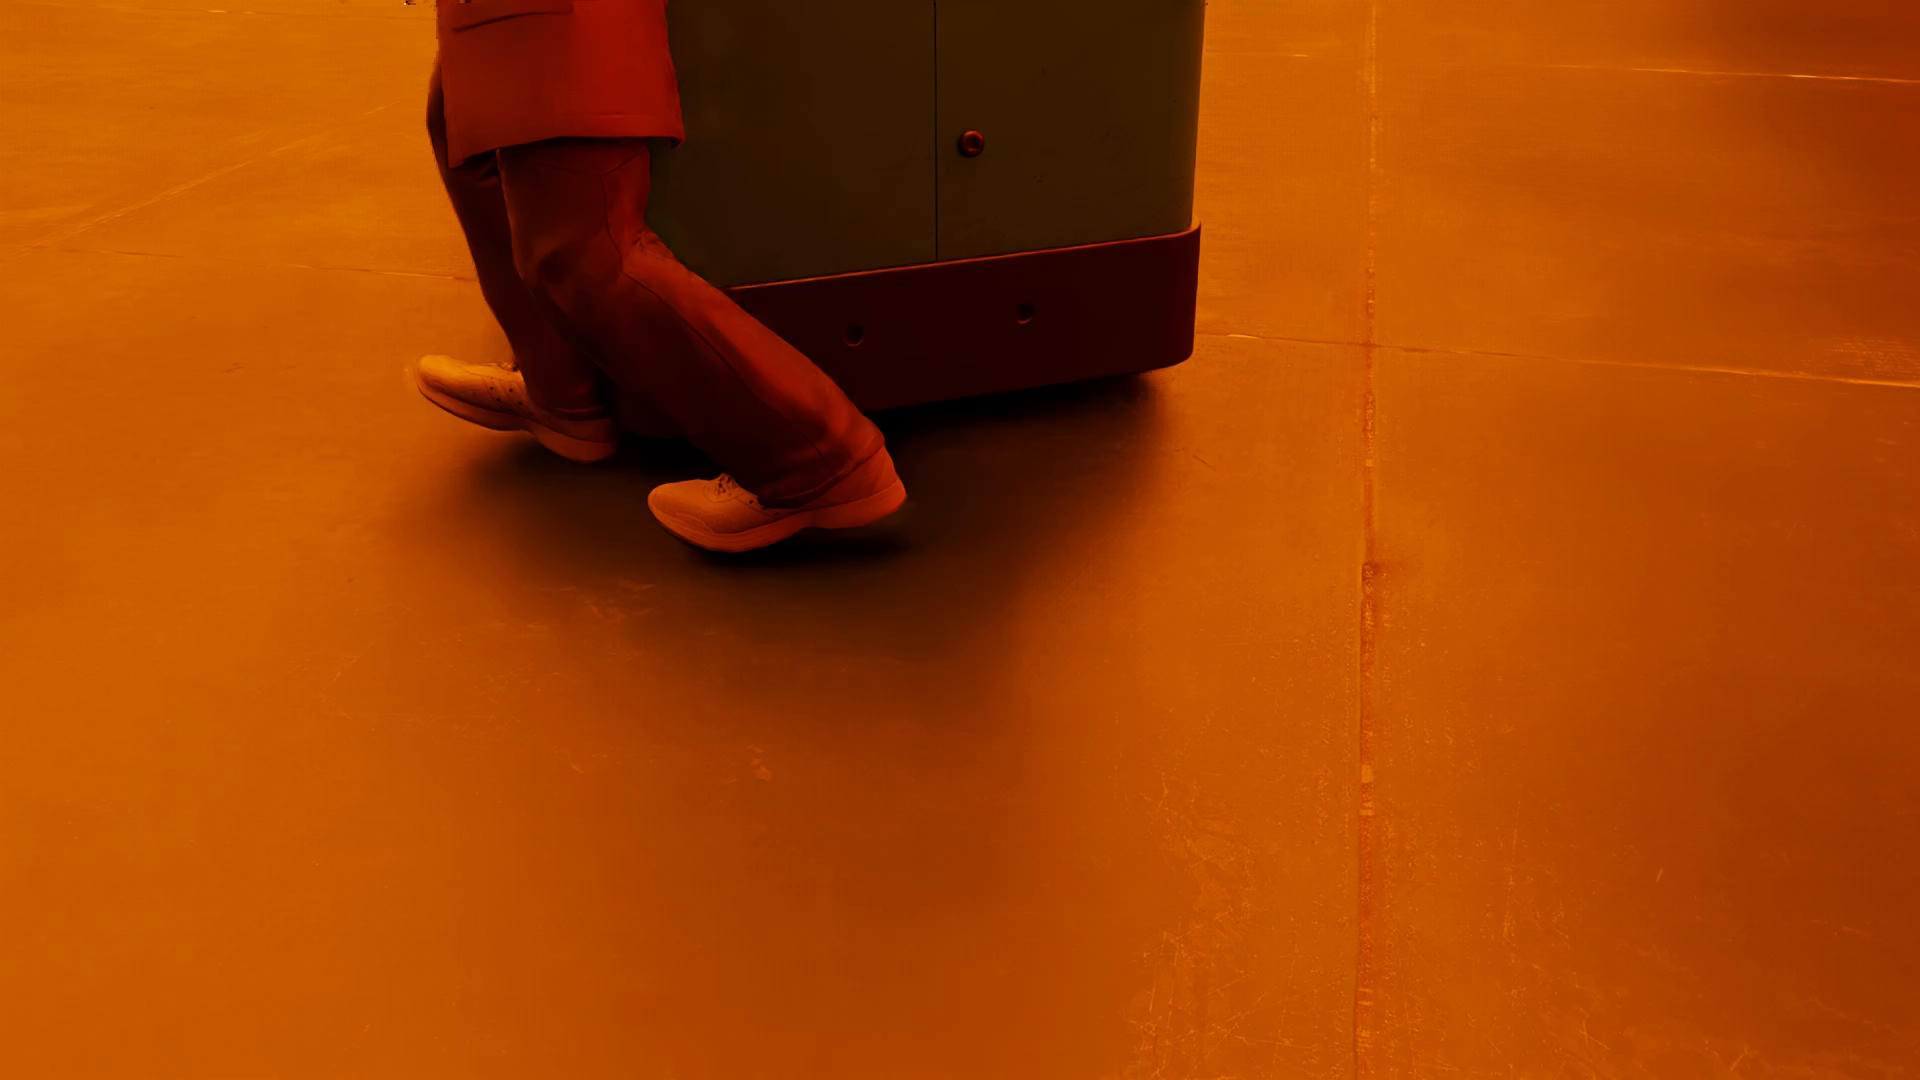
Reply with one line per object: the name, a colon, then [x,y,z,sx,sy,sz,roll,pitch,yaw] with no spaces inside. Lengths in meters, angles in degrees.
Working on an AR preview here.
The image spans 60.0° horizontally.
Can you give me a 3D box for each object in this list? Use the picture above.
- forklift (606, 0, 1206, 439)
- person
forklift: [-0.593,-2.111,3.431,1.130,2.935,3.031,-10,29,-19]
person: [-0.567,-0.835,2.340,0.936,1.661,0.814,-2,27,-4]
